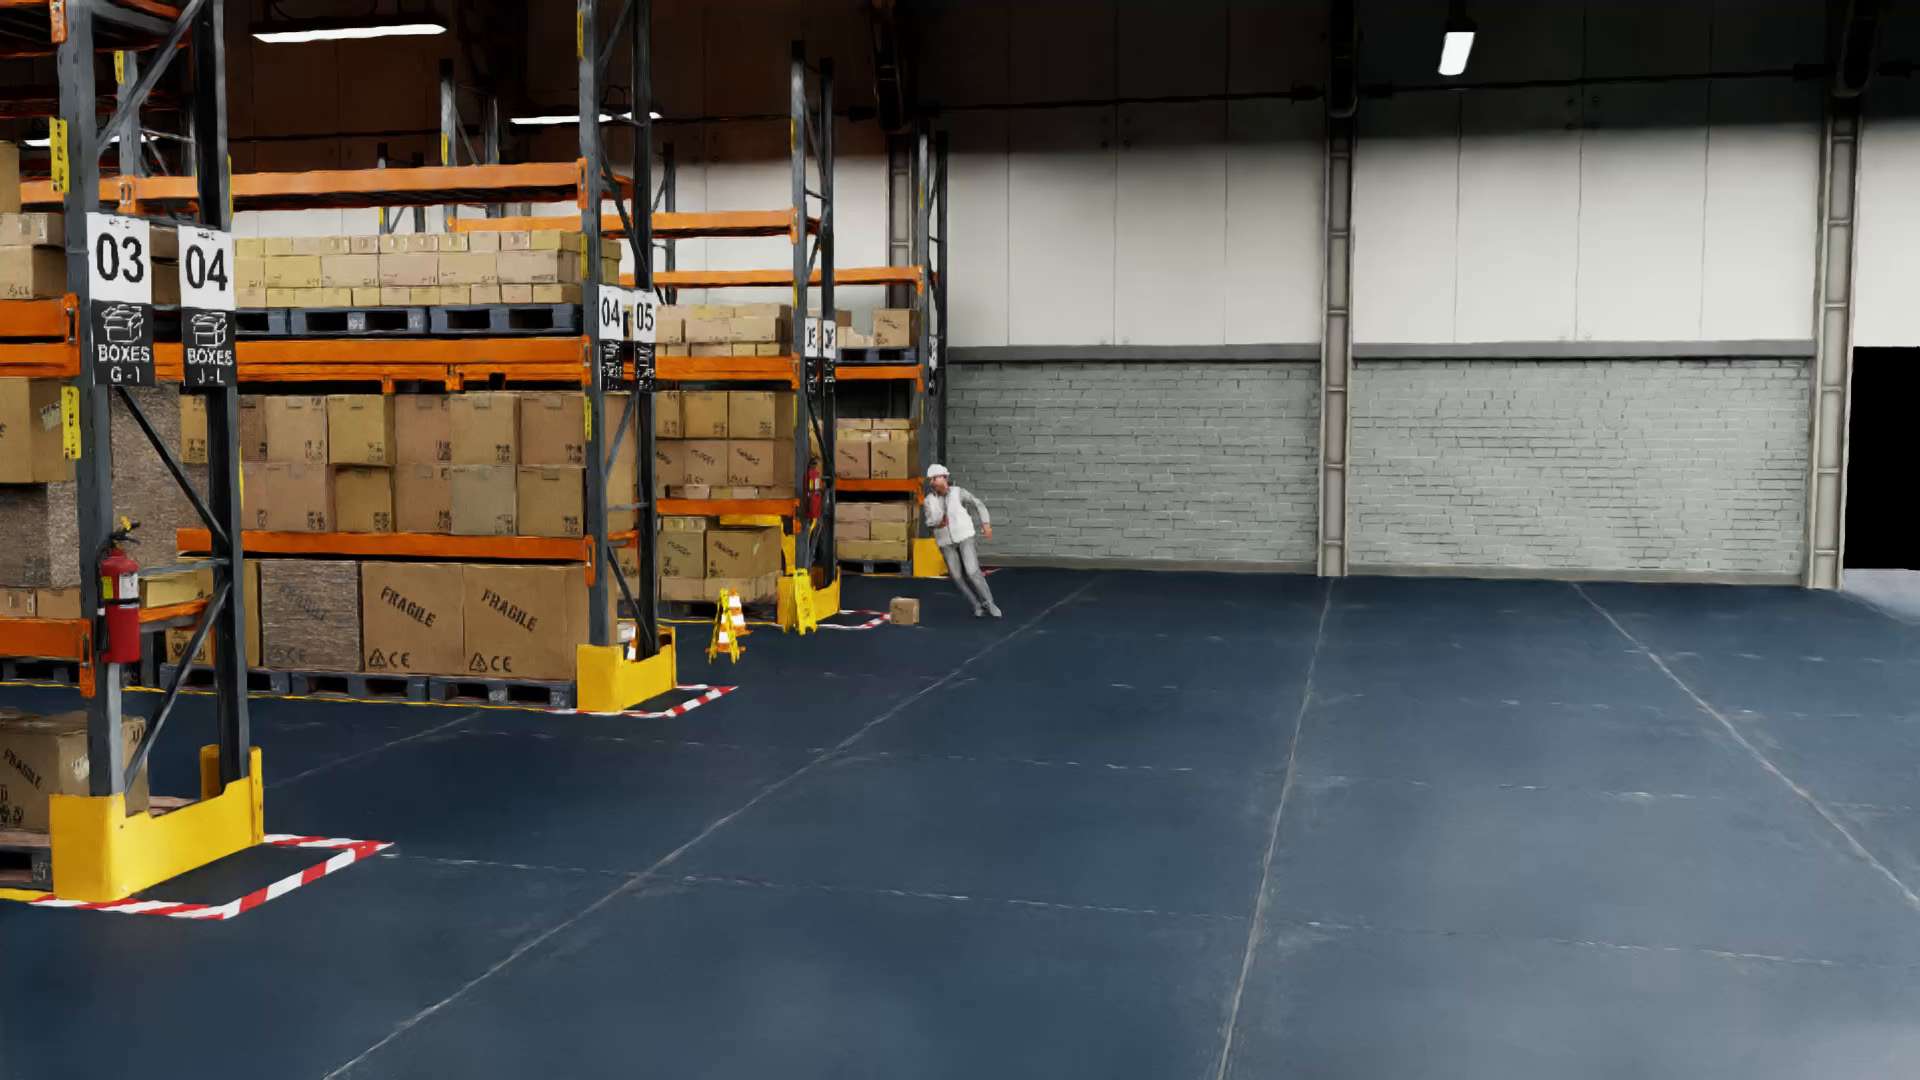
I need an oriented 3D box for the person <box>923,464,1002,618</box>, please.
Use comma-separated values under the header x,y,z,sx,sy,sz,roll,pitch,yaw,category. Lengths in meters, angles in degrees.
x,y,z,sx,sy,sz,roll,pitch,yaw,category
0.021,0.010,17.982,0.895,1.653,0.569,1,5,11,person
